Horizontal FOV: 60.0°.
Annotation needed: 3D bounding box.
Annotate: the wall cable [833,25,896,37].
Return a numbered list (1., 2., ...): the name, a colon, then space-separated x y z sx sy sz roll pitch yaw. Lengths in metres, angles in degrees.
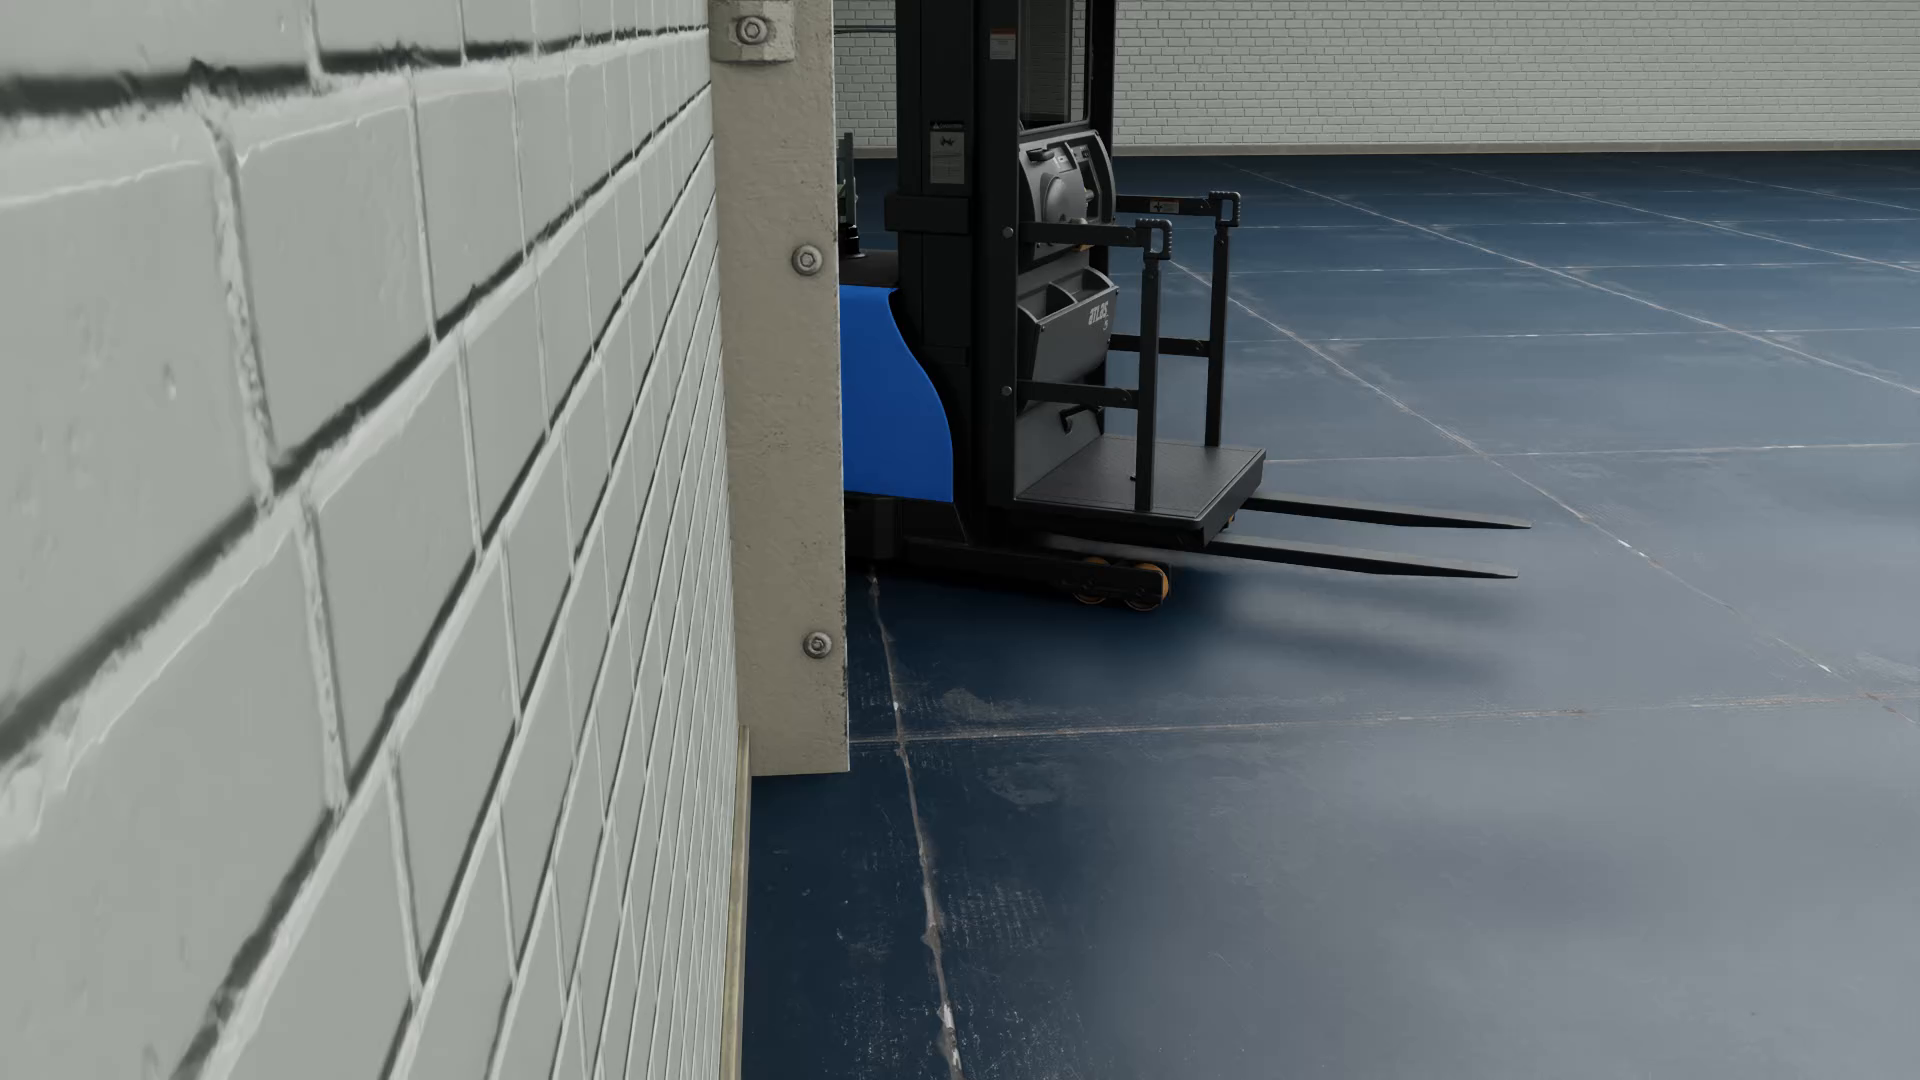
1. wall cable: -1.327 -8.503 23.923 3.097 2.526 0.112 -2 18 -6

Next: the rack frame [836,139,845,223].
1. rack frame: -0.692 -1.021 7.439 0.400 1.500 0.023 -2 12 -6

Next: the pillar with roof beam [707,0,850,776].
1. pillar with roof beam: 3.801 -3.836 3.874 9.100 9.000 0.400 -2 18 -6

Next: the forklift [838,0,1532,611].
1. forklift: 0.583 -1.327 6.011 3.031 2.935 1.130 7 19 21

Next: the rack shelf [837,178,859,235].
1. rack shelf: -0.658 -1.331 7.004 0.431 0.370 0.720 -2 12 -6

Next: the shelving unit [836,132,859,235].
1. shelving unit: -0.654 -0.948 7.082 0.431 1.500 0.755 -2 12 -6

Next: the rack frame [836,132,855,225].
1. rack frame: -0.617 -0.875 6.726 0.400 1.500 0.023 -2 12 -6
